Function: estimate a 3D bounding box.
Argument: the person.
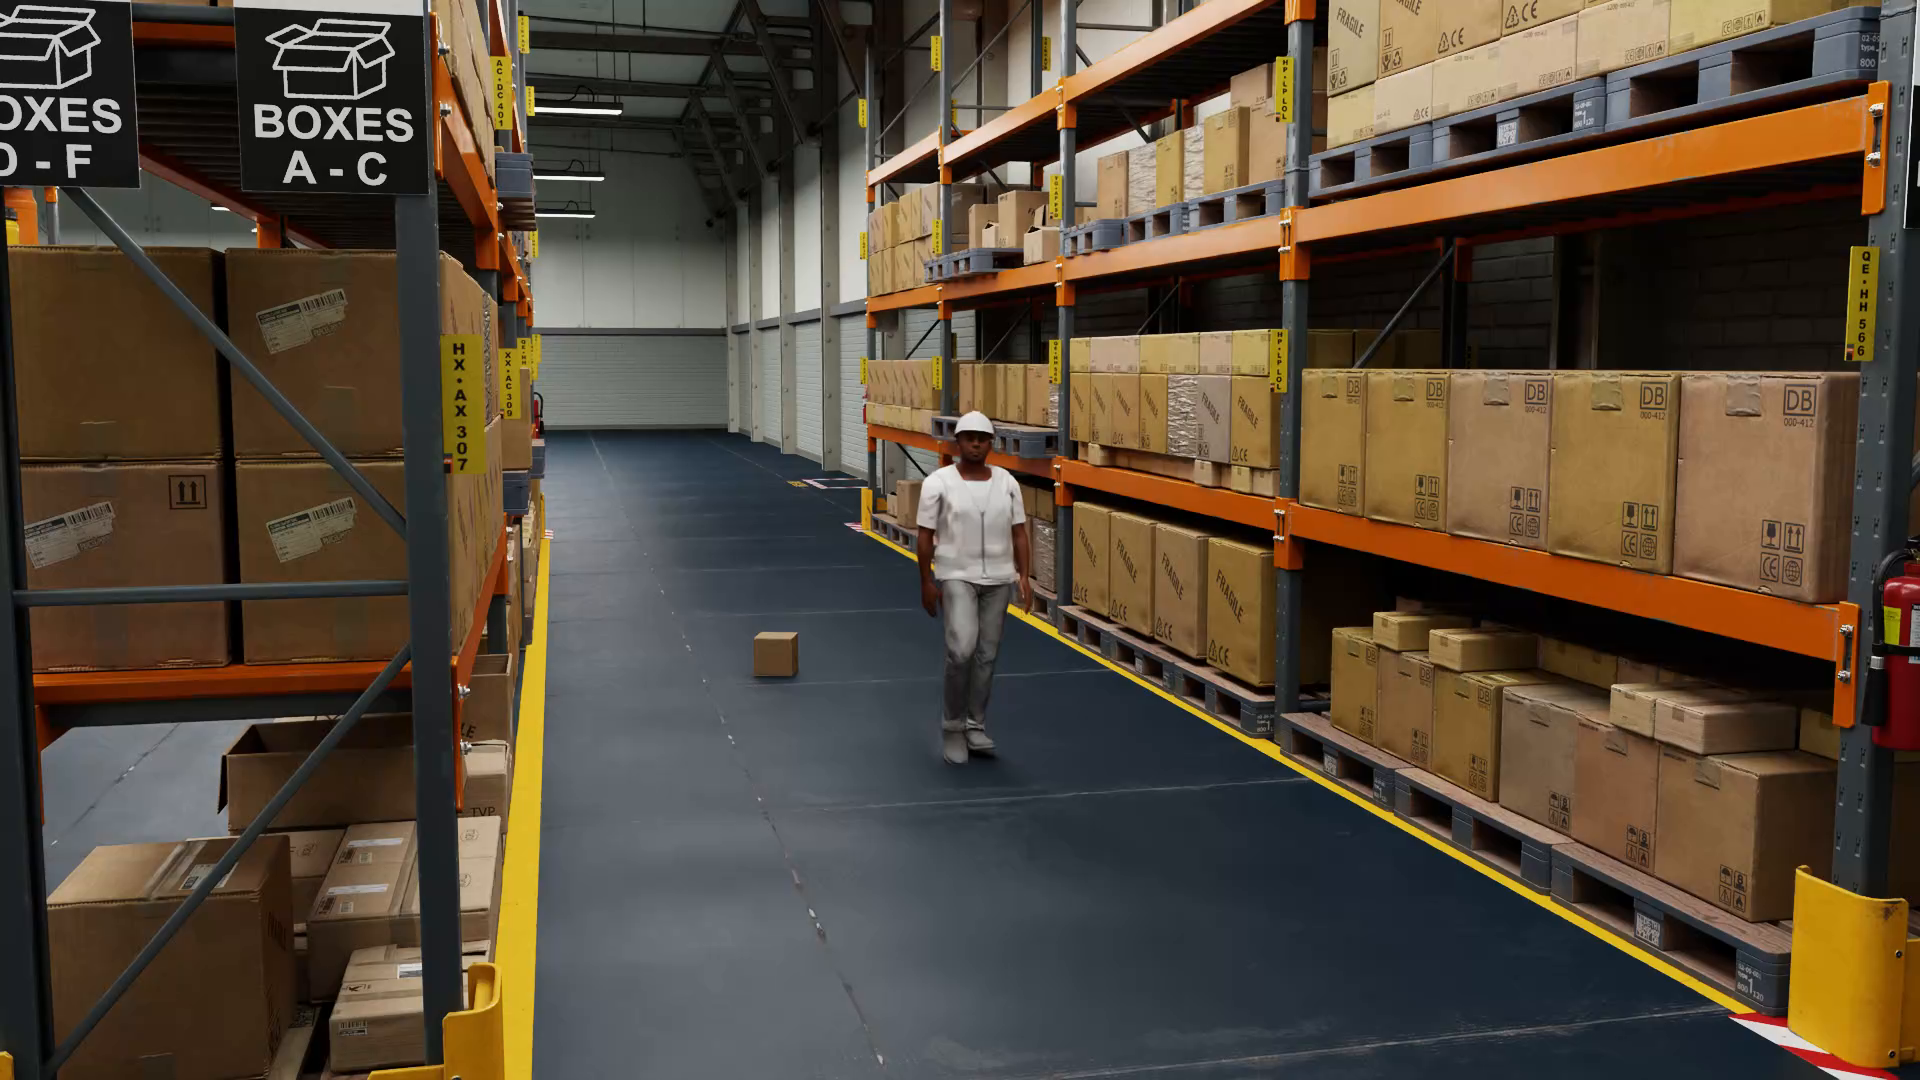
[{"bbox_3d":[0.095,0.245,8.525,0.566,1.806,0.483,-2,6,-19],"label":"person"}]
